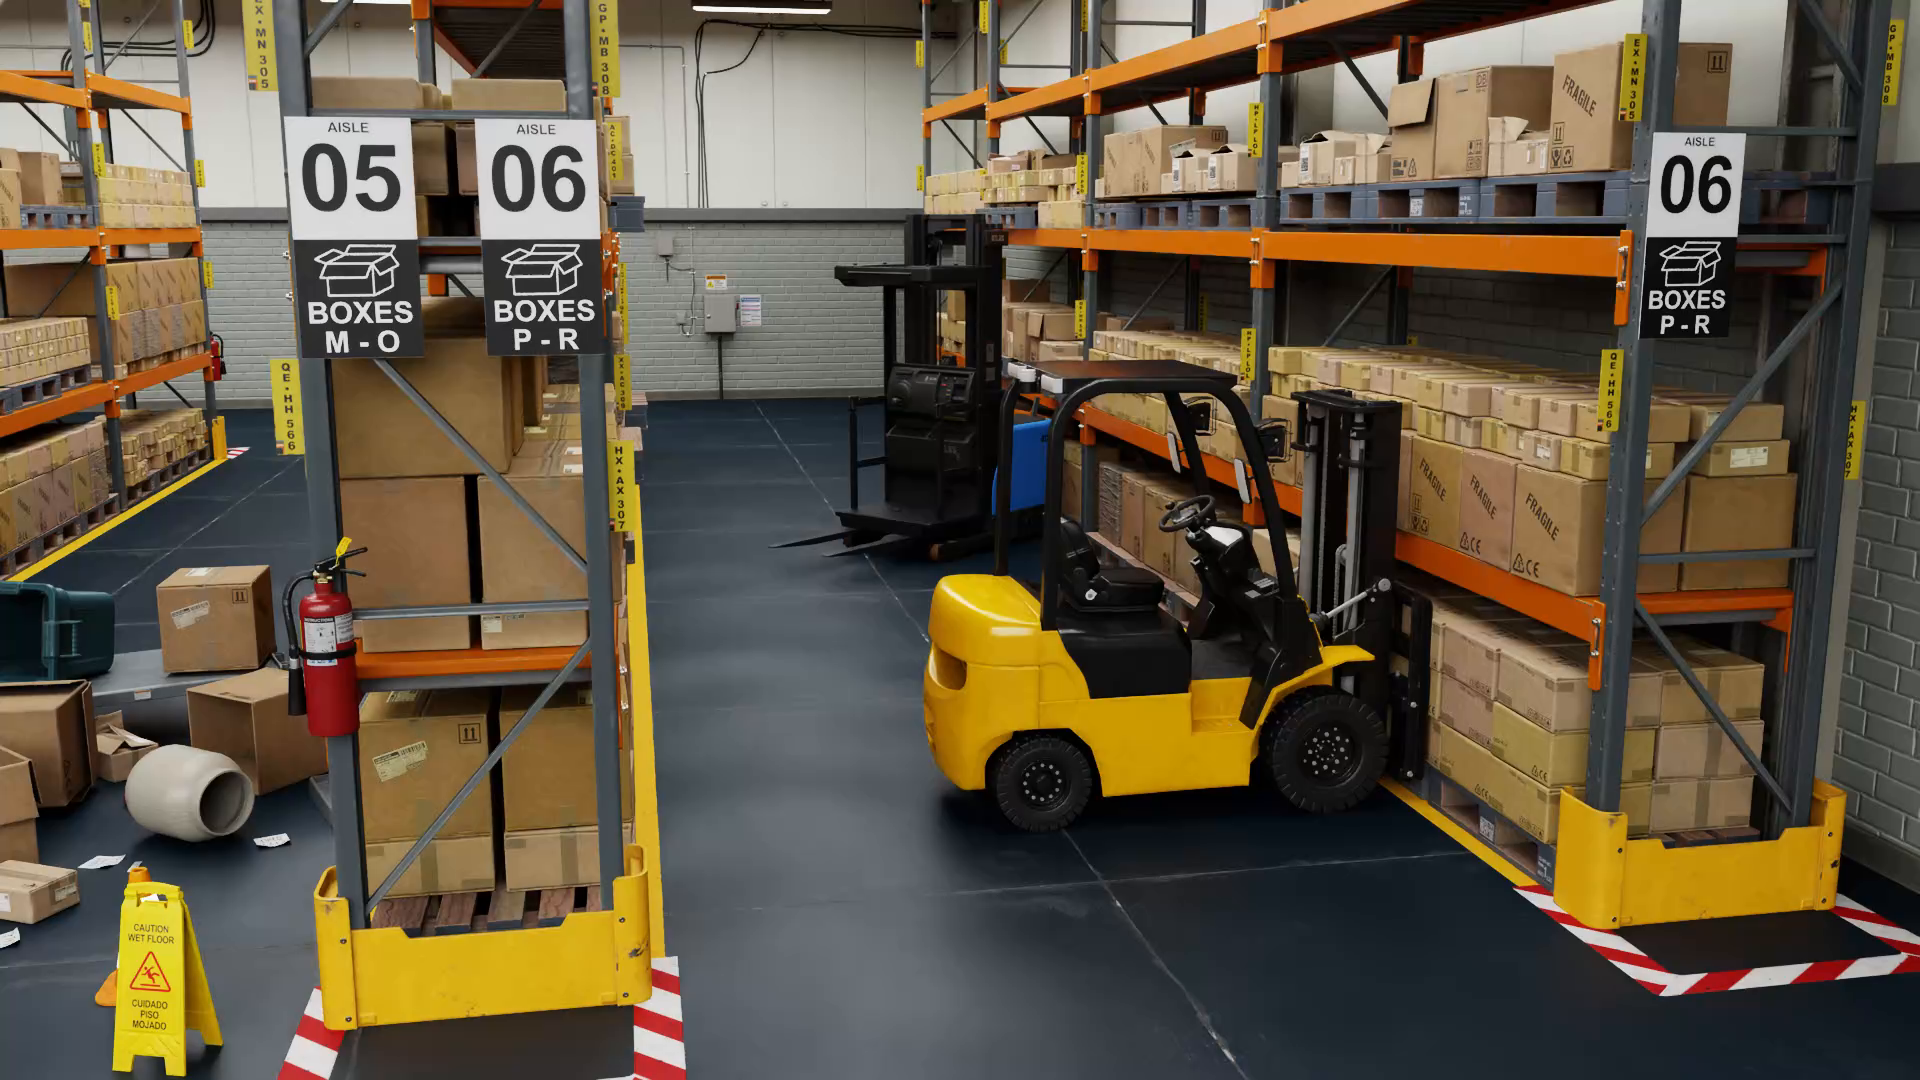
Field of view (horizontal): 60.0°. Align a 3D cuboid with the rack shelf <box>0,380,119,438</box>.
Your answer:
[{"bbox_3d":[-8.520,-1.028,14.554,1.077,0.370,4.000,-2,11,-11],"label":"rack shelf"}]

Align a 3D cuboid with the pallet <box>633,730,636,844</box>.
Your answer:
[{"bbox_3d":[-2.111,1.236,8.191,1.003,0.211,1.213,-2,11,-11],"label":"pallet"}]

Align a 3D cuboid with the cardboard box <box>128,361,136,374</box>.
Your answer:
[{"bbox_3d":[-8.917,-1.831,17.518,0.380,0.149,0.250,-3,11,-14],"label":"cardboard box"}]

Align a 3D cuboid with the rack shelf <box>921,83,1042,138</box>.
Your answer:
[{"bbox_3d":[0.406,-5.087,19.843,1.077,0.370,4.000,-2,11,-11],"label":"rack shelf"}]

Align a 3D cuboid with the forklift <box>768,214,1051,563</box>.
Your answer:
[{"bbox_3d":[-0.390,-1.349,14.496,1.130,2.935,3.031,8,14,38],"label":"forklift"}]

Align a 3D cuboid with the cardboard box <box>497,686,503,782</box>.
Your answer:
[{"bbox_3d":[-2.256,0.797,7.266,0.500,0.500,0.500,-2,11,-9],"label":"cardboard box"}]

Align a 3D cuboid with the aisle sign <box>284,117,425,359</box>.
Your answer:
[{"bbox_3d":[-2.012,-1.001,5.536,0.394,0.787,0.004,-2,11,-11],"label":"aisle sign"}]

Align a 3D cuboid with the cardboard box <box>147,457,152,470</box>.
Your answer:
[{"bbox_3d":[-9.001,-0.818,18.027,0.380,0.149,0.250,-3,11,-13],"label":"cardboard box"}]

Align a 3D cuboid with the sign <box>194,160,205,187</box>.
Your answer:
[{"bbox_3d":[-9.139,-4.407,19.992,0.100,0.325,0.005,-2,11,-11],"label":"sign"}]

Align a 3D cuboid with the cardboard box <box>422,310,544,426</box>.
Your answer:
[{"bbox_3d":[-2.305,-0.798,7.682,0.700,0.500,0.500,-2,11,-11],"label":"cardboard box"}]

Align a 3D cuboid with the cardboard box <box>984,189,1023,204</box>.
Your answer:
[{"bbox_3d":[0.463,-3.665,17.740,0.380,0.149,0.250,-2,11,-10],"label":"cardboard box"}]

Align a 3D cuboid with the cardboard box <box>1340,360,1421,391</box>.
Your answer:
[{"bbox_3d":[2.346,-0.917,9.248,0.380,0.149,0.250,-2,11,-12],"label":"cardboard box"}]

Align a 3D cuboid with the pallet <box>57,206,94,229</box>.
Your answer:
[{"bbox_3d":[-8.894,-3.013,15.536,1.213,0.211,1.003,-2,11,-11],"label":"pallet"}]

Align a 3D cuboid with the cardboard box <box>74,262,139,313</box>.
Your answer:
[{"bbox_3d":[-8.874,-2.621,17.262,0.500,0.500,0.500,-2,11,-13],"label":"cardboard box"}]

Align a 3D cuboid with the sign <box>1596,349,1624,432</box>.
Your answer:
[{"bbox_3d":[2.594,-0.595,6.625,0.100,0.325,0.005,-2,11,-11],"label":"sign"}]

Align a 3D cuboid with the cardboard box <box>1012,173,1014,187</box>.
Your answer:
[{"bbox_3d":[0.735,-3.624,16.730,0.380,0.149,0.250,-2,11,-10],"label":"cardboard box"}]

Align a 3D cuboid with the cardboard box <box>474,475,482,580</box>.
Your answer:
[{"bbox_3d":[-2.208,-0.123,6.811,0.500,0.500,0.500,-2,11,-11],"label":"cardboard box"}]

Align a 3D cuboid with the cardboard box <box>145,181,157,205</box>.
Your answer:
[{"bbox_3d":[-9.064,-3.772,18.085,0.500,0.250,0.500,-3,11,-13],"label":"cardboard box"}]

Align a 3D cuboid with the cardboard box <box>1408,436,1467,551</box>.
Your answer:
[{"bbox_3d":[2.584,-0.247,8.256,0.500,0.500,0.500,-2,11,-12],"label":"cardboard box"}]

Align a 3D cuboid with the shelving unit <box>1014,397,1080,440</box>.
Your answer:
[{"bbox_3d":[0.610,-0.813,16.020,0.538,1.125,1.048,12,4,-23],"label":"shelving unit"}]

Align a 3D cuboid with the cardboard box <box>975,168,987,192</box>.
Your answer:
[{"bbox_3d":[0.461,-4.004,18.509,0.500,0.250,0.500,-2,11,-11],"label":"cardboard box"}]

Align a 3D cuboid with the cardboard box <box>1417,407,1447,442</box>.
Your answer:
[{"bbox_3d":[2.513,-0.583,8.288,0.380,0.149,0.250,-2,11,-11],"label":"cardboard box"}]

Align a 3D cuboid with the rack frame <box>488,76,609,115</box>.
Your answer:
[{"bbox_3d":[-3.295,-4.161,13.042,1.000,3.000,0.127,-2,11,-11],"label":"rack frame"}]

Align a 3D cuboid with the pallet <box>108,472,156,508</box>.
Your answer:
[{"bbox_3d":[-9.074,-0.501,17.315,1.003,0.211,1.213,-2,11,-11],"label":"pallet"}]

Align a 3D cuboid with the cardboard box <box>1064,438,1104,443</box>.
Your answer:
[{"bbox_3d":[1.137,-0.872,15.636,0.380,0.149,0.250,-2,11,-13],"label":"cardboard box"}]

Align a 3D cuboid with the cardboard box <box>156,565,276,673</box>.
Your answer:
[{"bbox_3d":[-4.258,0.446,9.543,0.500,0.500,0.500,-2,11,-11],"label":"cardboard box"}]

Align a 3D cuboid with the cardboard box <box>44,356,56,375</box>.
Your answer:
[{"bbox_3d":[-8.432,-1.576,15.054,0.380,0.149,0.250,-3,11,-13],"label":"cardboard box"}]

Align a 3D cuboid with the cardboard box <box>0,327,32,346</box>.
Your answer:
[{"bbox_3d":[-8.333,-1.769,14.478,0.380,0.149,0.250,-2,11,-12],"label":"cardboard box"}]

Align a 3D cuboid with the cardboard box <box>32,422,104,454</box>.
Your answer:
[{"bbox_3d":[-8.516,-0.968,15.869,0.500,0.250,0.500,-2,11,-13],"label":"cardboard box"}]

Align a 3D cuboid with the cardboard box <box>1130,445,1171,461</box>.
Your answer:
[{"bbox_3d":[1.777,-0.799,15.251,0.380,0.149,0.250,-2,11,-8],"label":"cardboard box"}]

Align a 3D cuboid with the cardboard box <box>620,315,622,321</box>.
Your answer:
[{"bbox_3d":[-2.823,-1.447,12.646,0.500,0.500,0.500,-2,11,-12],"label":"cardboard box"}]

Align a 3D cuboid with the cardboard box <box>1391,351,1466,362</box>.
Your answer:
[{"bbox_3d":[2.782,-1.032,9.851,0.380,0.149,0.250,-2,11,-12],"label":"cardboard box"}]

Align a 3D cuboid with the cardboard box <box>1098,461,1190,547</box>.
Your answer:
[{"bbox_3d":[1.681,-0.319,14.134,0.875,0.625,0.625,-2,11,-9],"label":"cardboard box"}]

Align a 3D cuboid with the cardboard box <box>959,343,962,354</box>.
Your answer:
[{"bbox_3d":[0.202,-2.338,20.182,0.380,0.149,0.250,-2,11,-11],"label":"cardboard box"}]

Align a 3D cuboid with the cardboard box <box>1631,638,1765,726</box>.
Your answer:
[{"bbox_3d":[3.221,0.631,7.470,0.500,0.250,0.500,-2,11,-12],"label":"cardboard box"}]

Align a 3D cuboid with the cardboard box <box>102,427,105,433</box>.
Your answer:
[{"bbox_3d":[-9.559,-1.139,18.122,0.380,0.149,0.250,-3,11,-13],"label":"cardboard box"}]

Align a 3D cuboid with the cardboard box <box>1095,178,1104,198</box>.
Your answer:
[{"bbox_3d":[1.343,-2.934,13.854,0.380,0.166,0.250,-2,11,-11],"label":"cardboard box"}]

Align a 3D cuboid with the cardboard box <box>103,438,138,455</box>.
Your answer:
[{"bbox_3d":[-8.768,-0.970,17.234,0.380,0.149,0.250,-2,11,-8],"label":"cardboard box"}]

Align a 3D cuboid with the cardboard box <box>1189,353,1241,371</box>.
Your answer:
[{"bbox_3d":[1.821,-1.220,11.637,0.380,0.149,0.250,-2,11,-13],"label":"cardboard box"}]

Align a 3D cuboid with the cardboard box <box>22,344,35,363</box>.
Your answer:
[{"bbox_3d":[-8.336,-1.625,14.520,0.380,0.149,0.250,-2,11,-9],"label":"cardboard box"}]

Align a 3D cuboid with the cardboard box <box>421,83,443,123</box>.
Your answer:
[{"bbox_3d":[-2.107,-1.588,6.088,0.380,0.149,0.250,-2,11,-10],"label":"cardboard box"}]

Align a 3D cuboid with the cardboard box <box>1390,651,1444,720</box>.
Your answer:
[{"bbox_3d":[2.519,0.707,8.405,0.500,0.250,0.500,-2,11,-12],"label":"cardboard box"}]

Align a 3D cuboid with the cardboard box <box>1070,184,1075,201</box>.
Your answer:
[{"bbox_3d":[1.210,-3.144,15.058,0.380,0.149,0.250,-2,11,-10],"label":"cardboard box"}]

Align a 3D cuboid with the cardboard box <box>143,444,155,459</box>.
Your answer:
[{"bbox_3d":[-8.966,-0.966,18.009,0.380,0.149,0.250,-2,11,-8],"label":"cardboard box"}]

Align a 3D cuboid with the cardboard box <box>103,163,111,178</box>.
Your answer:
[{"bbox_3d":[-8.748,-3.703,16.659,0.380,0.149,0.250,-3,11,-13],"label":"cardboard box"}]

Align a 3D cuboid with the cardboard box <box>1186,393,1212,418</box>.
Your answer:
[{"bbox_3d":[1.897,-1.008,11.587,0.500,0.250,0.500,-2,11,-12],"label":"cardboard box"}]

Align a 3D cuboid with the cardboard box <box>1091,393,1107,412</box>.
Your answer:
[{"bbox_3d":[1.419,-1.231,14.095,0.500,0.250,0.500,-2,11,-11],"label":"cardboard box"}]

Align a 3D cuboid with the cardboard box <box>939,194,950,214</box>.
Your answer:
[{"bbox_3d":[0.041,-4.130,20.508,0.500,0.250,0.500,-2,11,-13],"label":"cardboard box"}]

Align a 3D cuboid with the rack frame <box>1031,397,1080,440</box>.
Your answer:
[{"bbox_3d":[0.795,-0.736,15.553,0.500,1.125,0.032,12,4,-23],"label":"rack frame"}]

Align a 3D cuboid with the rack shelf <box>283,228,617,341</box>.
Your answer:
[{"bbox_3d":[-2.128,-1.233,7.608,1.077,0.370,4.000,-2,11,-11],"label":"rack shelf"}]

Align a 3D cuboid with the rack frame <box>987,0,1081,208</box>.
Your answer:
[{"bbox_3d":[0.795,-5.075,17.848,1.000,3.000,0.127,-2,11,-11],"label":"rack frame"}]

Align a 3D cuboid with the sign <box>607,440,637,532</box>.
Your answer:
[{"bbox_3d":[-1.207,-0.191,5.917,0.100,0.325,0.005,-2,11,-11],"label":"sign"}]

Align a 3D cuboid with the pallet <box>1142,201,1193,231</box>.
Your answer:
[{"bbox_3d":[2.013,-2.449,12.578,1.003,0.211,1.213,-2,11,-8],"label":"pallet"}]

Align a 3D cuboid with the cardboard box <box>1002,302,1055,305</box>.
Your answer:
[{"bbox_3d":[0.670,-2.287,17.852,0.700,0.500,0.500,-2,11,-10],"label":"cardboard box"}]
